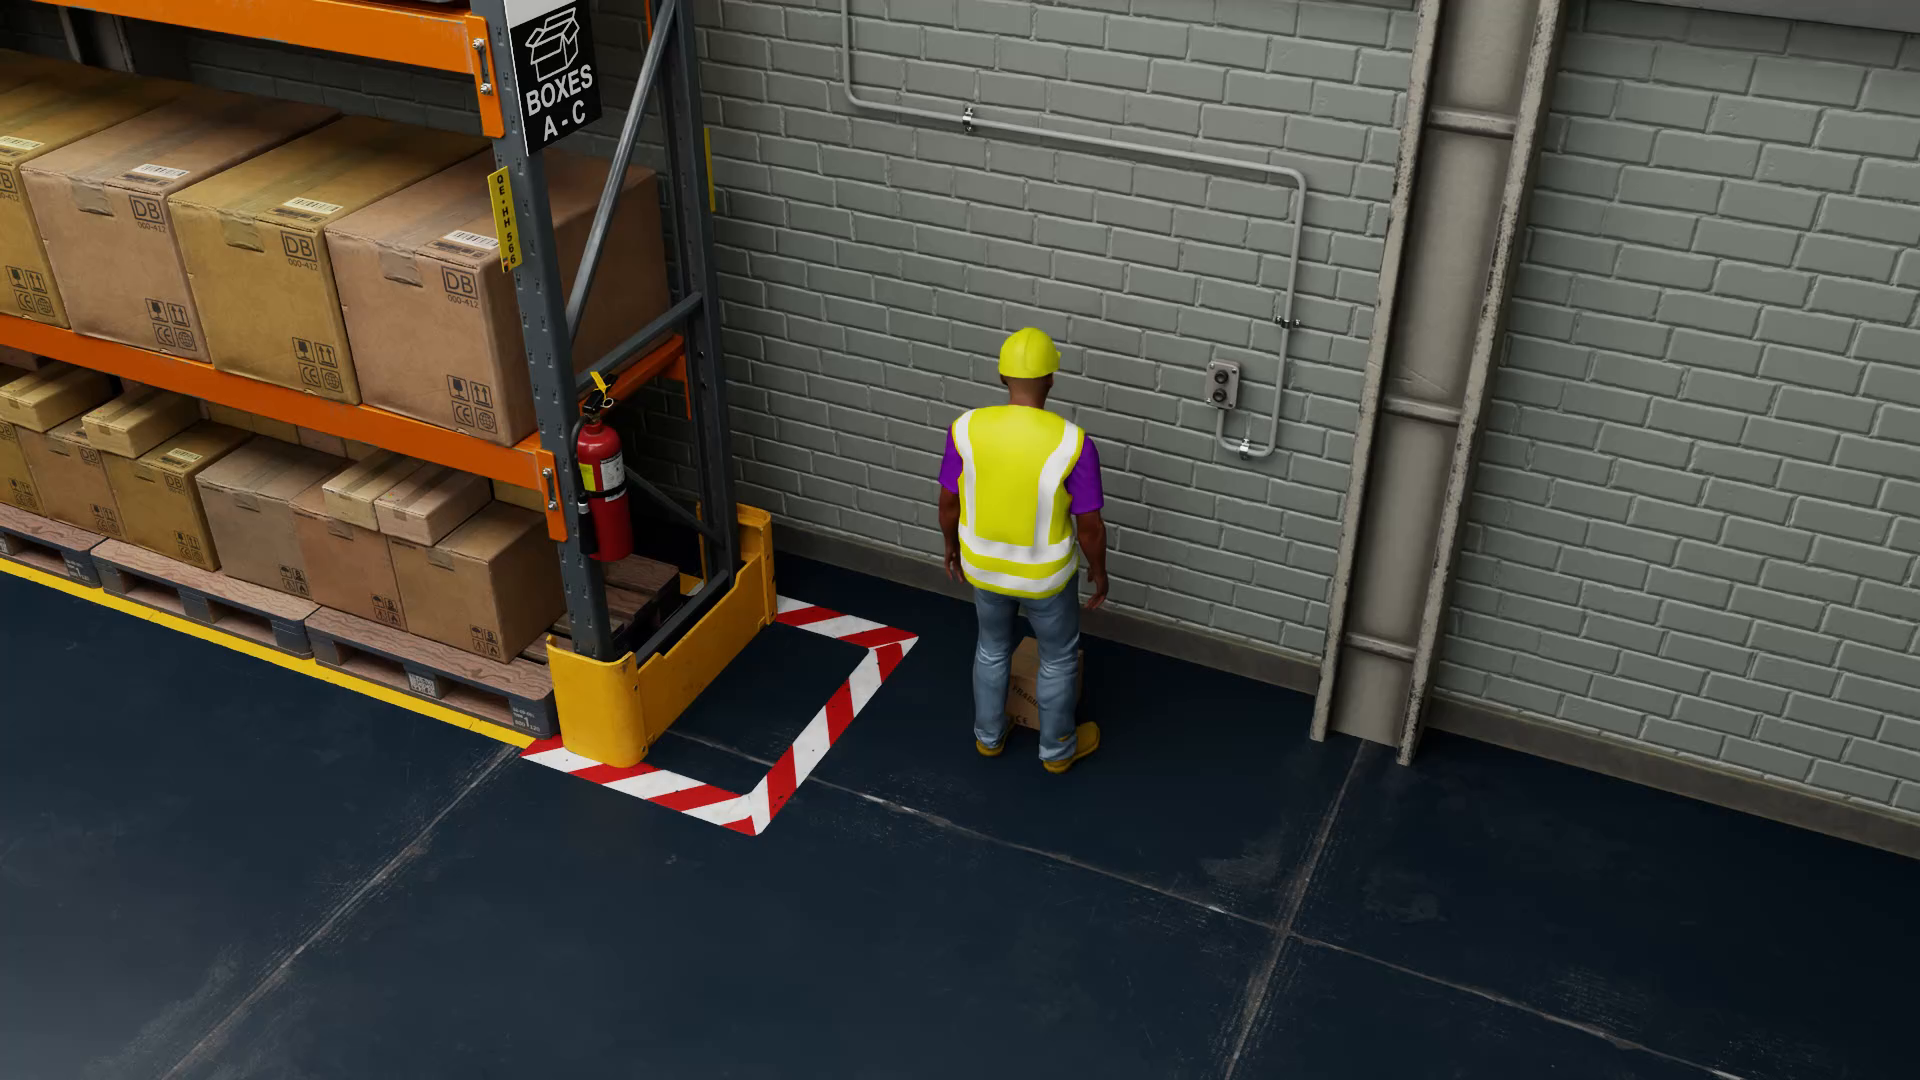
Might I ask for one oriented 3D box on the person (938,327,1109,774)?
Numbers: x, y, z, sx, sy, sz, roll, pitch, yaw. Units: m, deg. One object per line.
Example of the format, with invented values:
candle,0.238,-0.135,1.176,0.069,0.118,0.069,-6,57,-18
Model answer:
person,0.235,0.067,6.029,0.629,1.755,0.460,12,35,18
